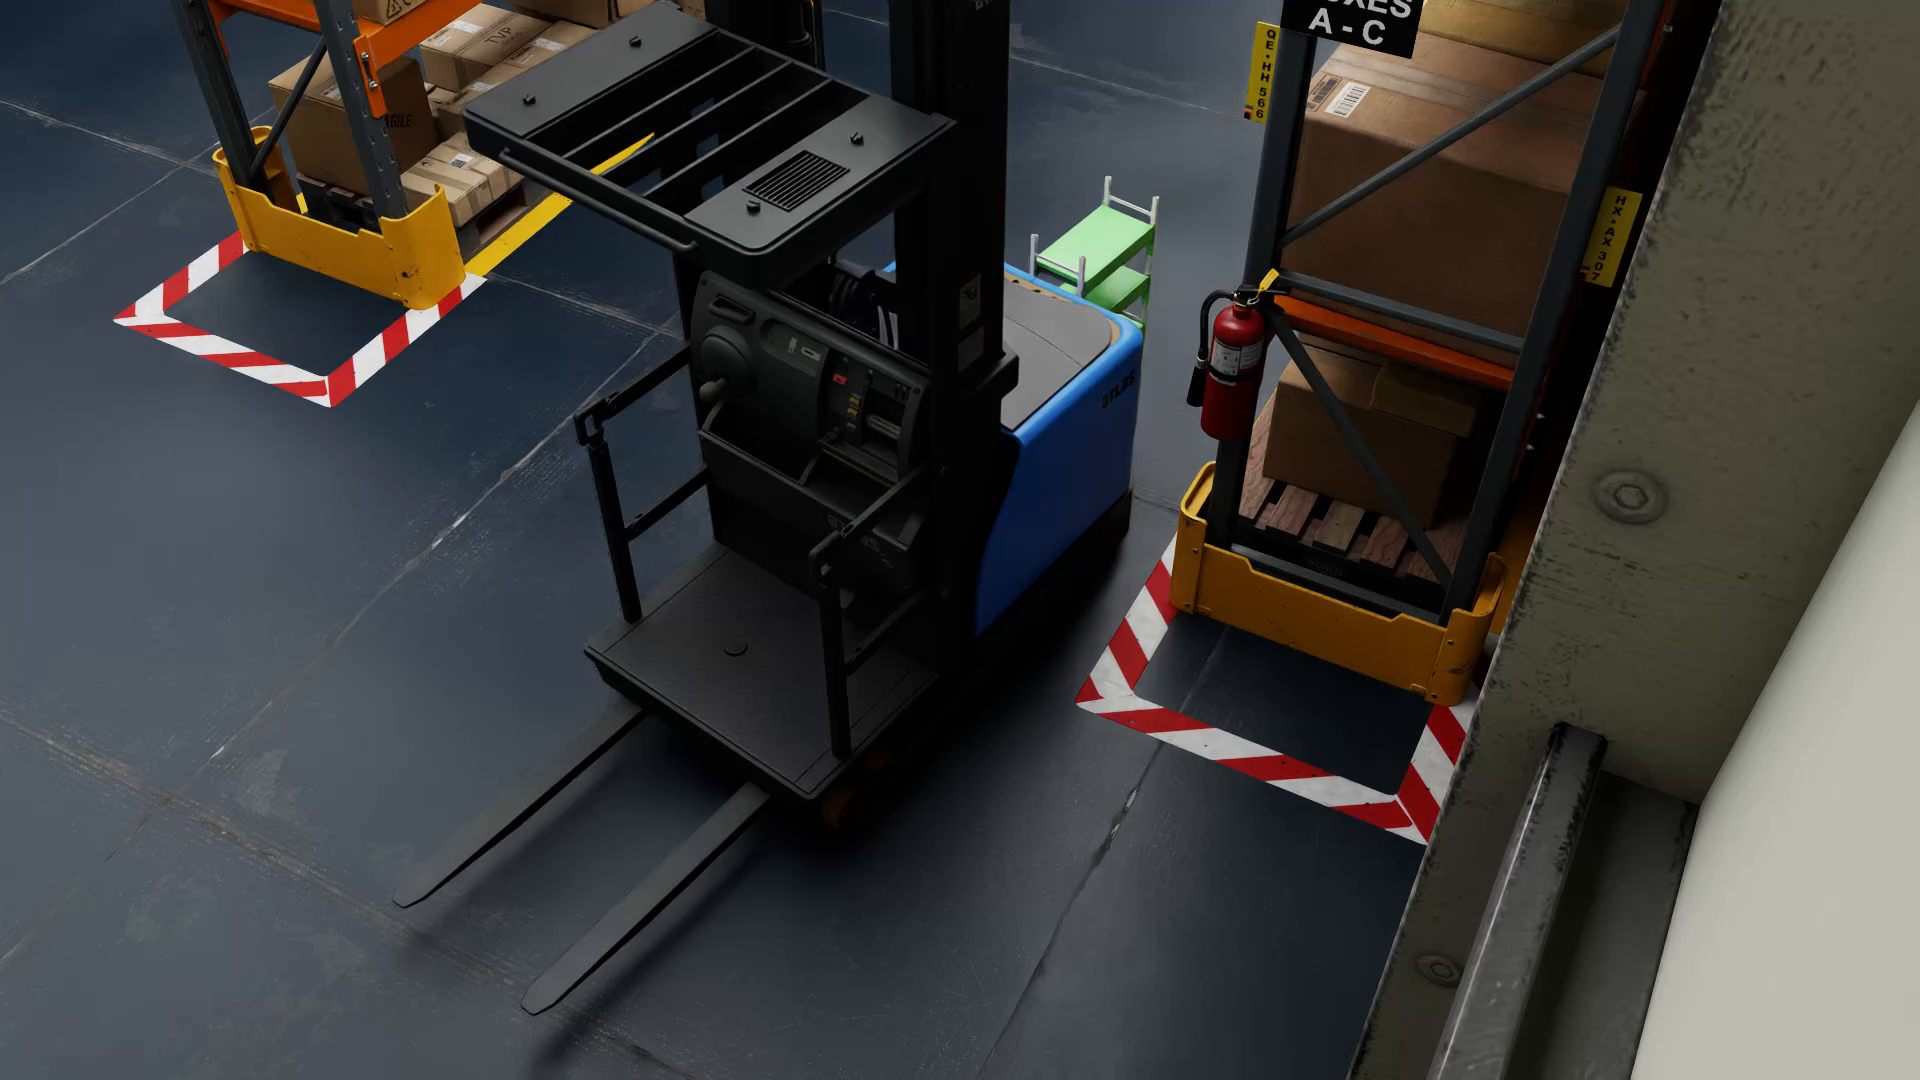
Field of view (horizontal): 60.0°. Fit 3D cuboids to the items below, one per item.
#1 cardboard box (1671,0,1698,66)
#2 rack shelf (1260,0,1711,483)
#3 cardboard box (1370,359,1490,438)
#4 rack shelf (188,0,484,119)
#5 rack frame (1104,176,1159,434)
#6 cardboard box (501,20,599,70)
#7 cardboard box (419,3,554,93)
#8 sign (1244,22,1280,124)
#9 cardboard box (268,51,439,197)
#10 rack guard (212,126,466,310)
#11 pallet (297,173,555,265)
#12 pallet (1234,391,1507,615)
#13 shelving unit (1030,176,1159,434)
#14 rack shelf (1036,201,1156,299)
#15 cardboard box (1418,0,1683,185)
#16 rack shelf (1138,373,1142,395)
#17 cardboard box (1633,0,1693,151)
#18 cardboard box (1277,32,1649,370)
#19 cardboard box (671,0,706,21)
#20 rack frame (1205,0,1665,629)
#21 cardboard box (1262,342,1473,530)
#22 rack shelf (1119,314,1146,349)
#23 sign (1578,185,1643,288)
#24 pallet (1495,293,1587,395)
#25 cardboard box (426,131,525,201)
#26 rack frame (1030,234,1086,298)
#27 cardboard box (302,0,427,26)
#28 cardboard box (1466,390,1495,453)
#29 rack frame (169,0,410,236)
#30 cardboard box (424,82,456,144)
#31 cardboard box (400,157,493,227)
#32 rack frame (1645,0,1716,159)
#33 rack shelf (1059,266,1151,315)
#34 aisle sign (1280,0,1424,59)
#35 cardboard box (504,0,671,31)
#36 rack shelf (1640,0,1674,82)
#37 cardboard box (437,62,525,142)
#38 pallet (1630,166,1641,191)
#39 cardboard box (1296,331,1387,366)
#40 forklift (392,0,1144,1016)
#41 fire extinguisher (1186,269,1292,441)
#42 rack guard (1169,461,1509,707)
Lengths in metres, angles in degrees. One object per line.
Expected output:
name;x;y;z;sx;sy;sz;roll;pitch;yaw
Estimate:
cardboard box;2.652;-2.568;6.968;0.980;0.700;0.700;19;48;18
rack shelf;2.333;-1.744;6.871;1.077;0.370;4.000;20;49;19
cardboard box;1.760;-0.563;6.204;0.380;0.149;0.250;21;49;19
rack shelf;-2.056;-3.377;8.485;1.077;0.370;4.000;20;49;19
rack frame;0.663;-0.937;6.832;0.240;1.200;0.015;29;52;26
cardboard box;-2.017;-2.437;8.674;0.500;0.250;0.500;20;49;19
cardboard box;-2.483;-2.571;8.806;0.500;0.250;0.500;20;49;19
sign;0.931;-1.415;5.059;0.100;0.325;0.005;20;49;19
cardboard box;-2.950;-2.070;8.135;0.500;0.500;0.500;20;49;19
rack guard;-2.949;-1.539;7.920;1.175;0.500;0.348;20;49;19
pallet;-2.580;-1.940;8.520;1.003;0.211;1.213;20;49;19
pallet;1.707;-0.286;6.885;1.003;0.211;1.213;20;49;19
shelving unit;0.513;-0.800;6.697;0.258;1.200;0.503;29;52;26
rack shelf;0.513;-1.092;6.401;0.258;0.148;0.480;29;52;26
cardboard box;1.961;-1.629;6.040;0.980;0.700;0.700;20;49;19
rack shelf;0.513;-0.586;6.913;0.258;0.148;0.480;29;52;26
cardboard box;2.323;-2.106;6.512;0.980;0.700;0.700;18;48;17
cardboard box;1.633;-1.167;5.584;0.980;0.700;0.700;23;50;21
cardboard box;-1.489;-3.175;9.360;0.500;0.311;0.500;20;49;19
rack frame;1.405;-0.737;5.370;1.000;3.000;0.127;20;49;19
cardboard box;1.641;-0.480;6.578;0.700;0.500;0.500;20;49;19
rack shelf;0.513;-0.755;6.742;0.258;0.148;0.480;29;52;26
sign;1.894;-0.882;4.849;0.100;0.325;0.005;20;49;19
pallet;2.274;-1.052;7.641;1.003;0.211;1.213;20;49;19
cardboard box;-2.370;-1.837;8.139;0.380;0.166;0.250;20;49;19
rack frame;0.363;-0.663;6.561;0.240;1.200;0.015;29;52;26
cardboard box;-2.545;-2.598;7.138;0.500;0.500;0.500;21;49;20
cardboard box;1.873;-0.795;6.889;0.700;0.500;0.500;20;49;19
rack frame;-2.985;-2.370;6.984;1.000;3.000;0.127;20;49;19
cardboard box;-2.683;-2.178;8.477;0.380;0.166;0.250;20;49;19
cardboard box;-2.486;-1.673;7.990;0.380;0.149;0.250;20;49;19
rack frame;3.262;-3.257;7.860;1.000;3.000;0.127;20;49;19
rack shelf;0.513;-0.923;6.571;0.258;0.148;0.480;29;52;26
aisle sign;1.106;-1.705;4.498;0.394;0.787;0.004;20;49;19
cardboard box;-1.995;-2.982;9.034;0.797;0.503;0.637;20;49;19
rack shelf;2.333;-2.799;5.804;1.077;0.370;4.000;20;49;19
cardboard box;-2.249;-2.122;8.362;0.500;0.250;0.500;20;49;19
pallet;2.839;-1.824;8.404;1.003;0.211;1.213;20;49;19
cardboard box;1.539;-0.849;6.486;0.380;0.149;0.250;20;49;19
forklift;-0.621;-0.432;5.116;1.130;2.935;3.031;29;52;26
fire extinguisher;0.926;-0.636;5.586;0.296;0.674;0.183;20;49;19
rack guard;1.394;0.157;6.244;1.175;0.500;0.348;20;49;19
